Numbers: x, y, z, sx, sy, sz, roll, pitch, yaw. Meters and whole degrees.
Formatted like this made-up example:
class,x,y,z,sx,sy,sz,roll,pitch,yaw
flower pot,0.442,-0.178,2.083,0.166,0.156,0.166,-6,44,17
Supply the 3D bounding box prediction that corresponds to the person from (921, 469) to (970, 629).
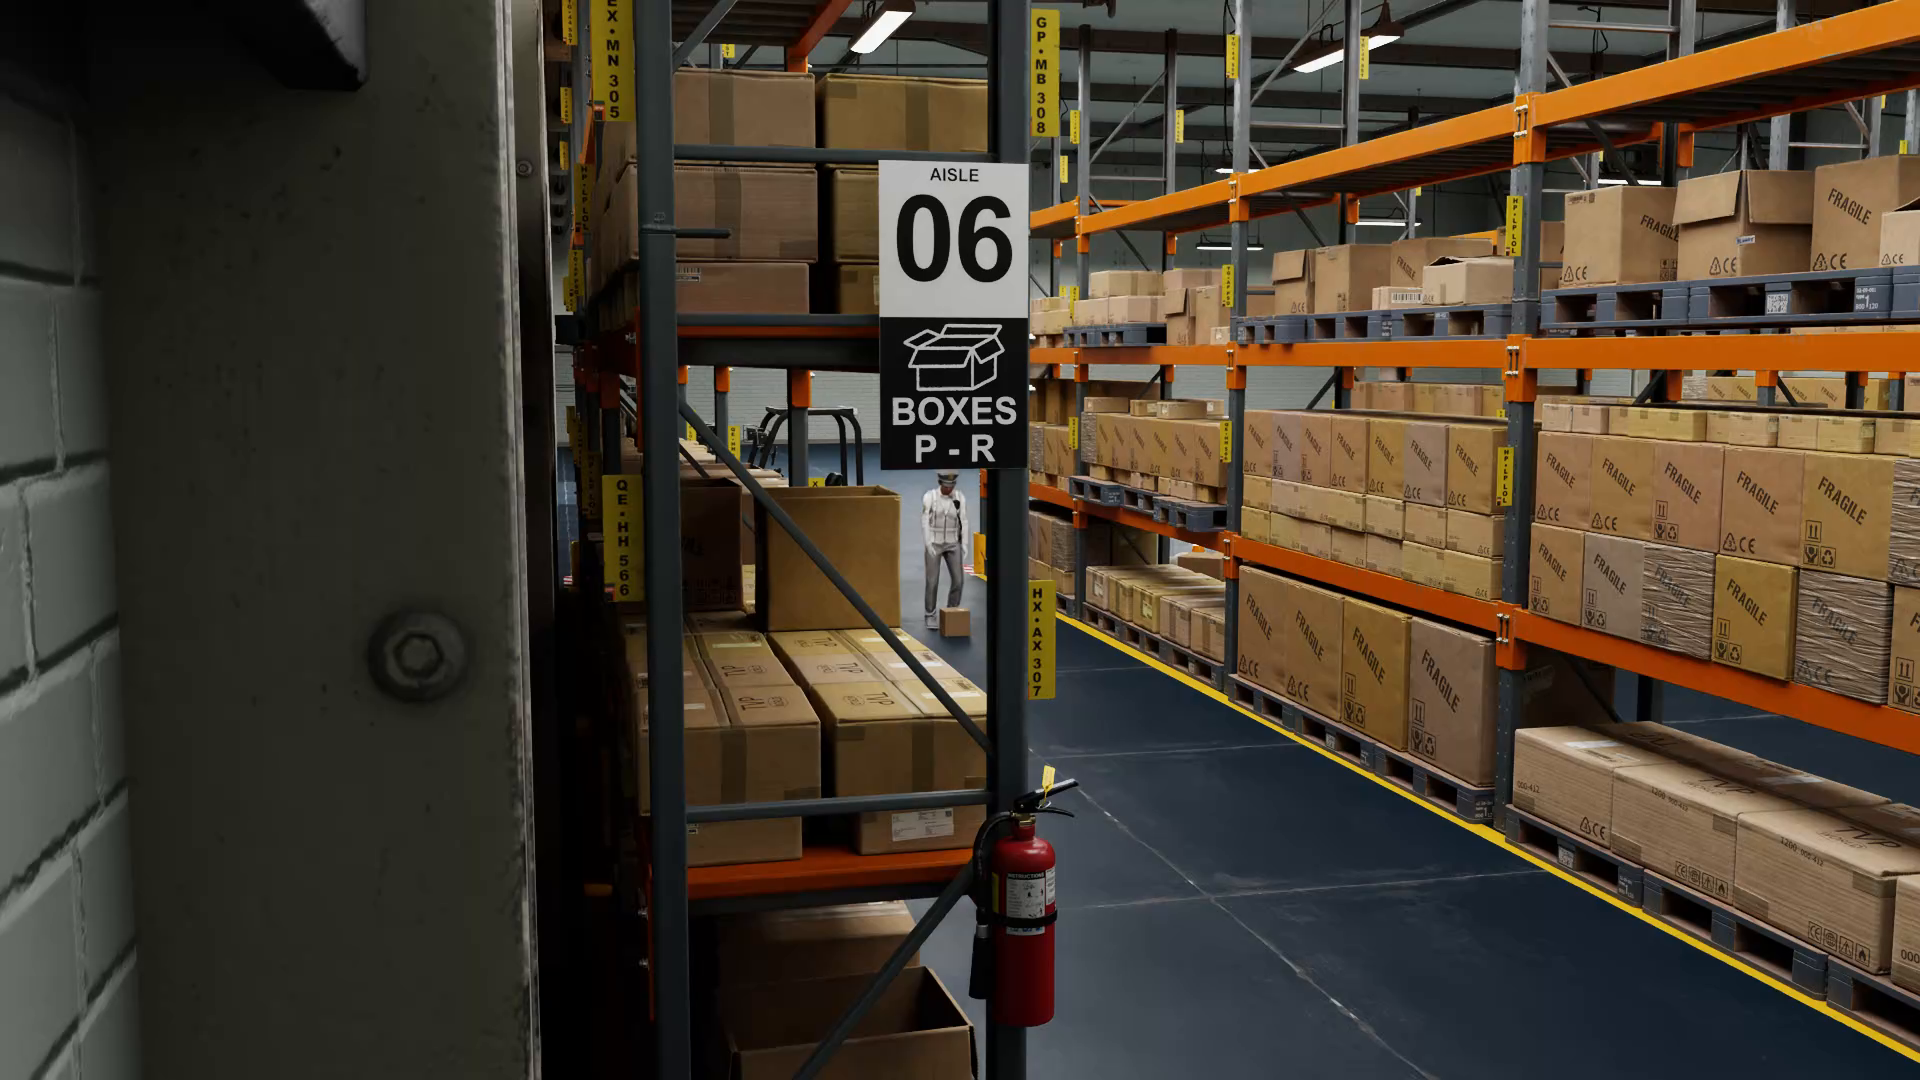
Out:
class,x,y,z,sx,sy,sz,roll,pitch,yaw
person,-0.142,0.075,16.686,0.496,1.635,0.428,-1,6,-12
